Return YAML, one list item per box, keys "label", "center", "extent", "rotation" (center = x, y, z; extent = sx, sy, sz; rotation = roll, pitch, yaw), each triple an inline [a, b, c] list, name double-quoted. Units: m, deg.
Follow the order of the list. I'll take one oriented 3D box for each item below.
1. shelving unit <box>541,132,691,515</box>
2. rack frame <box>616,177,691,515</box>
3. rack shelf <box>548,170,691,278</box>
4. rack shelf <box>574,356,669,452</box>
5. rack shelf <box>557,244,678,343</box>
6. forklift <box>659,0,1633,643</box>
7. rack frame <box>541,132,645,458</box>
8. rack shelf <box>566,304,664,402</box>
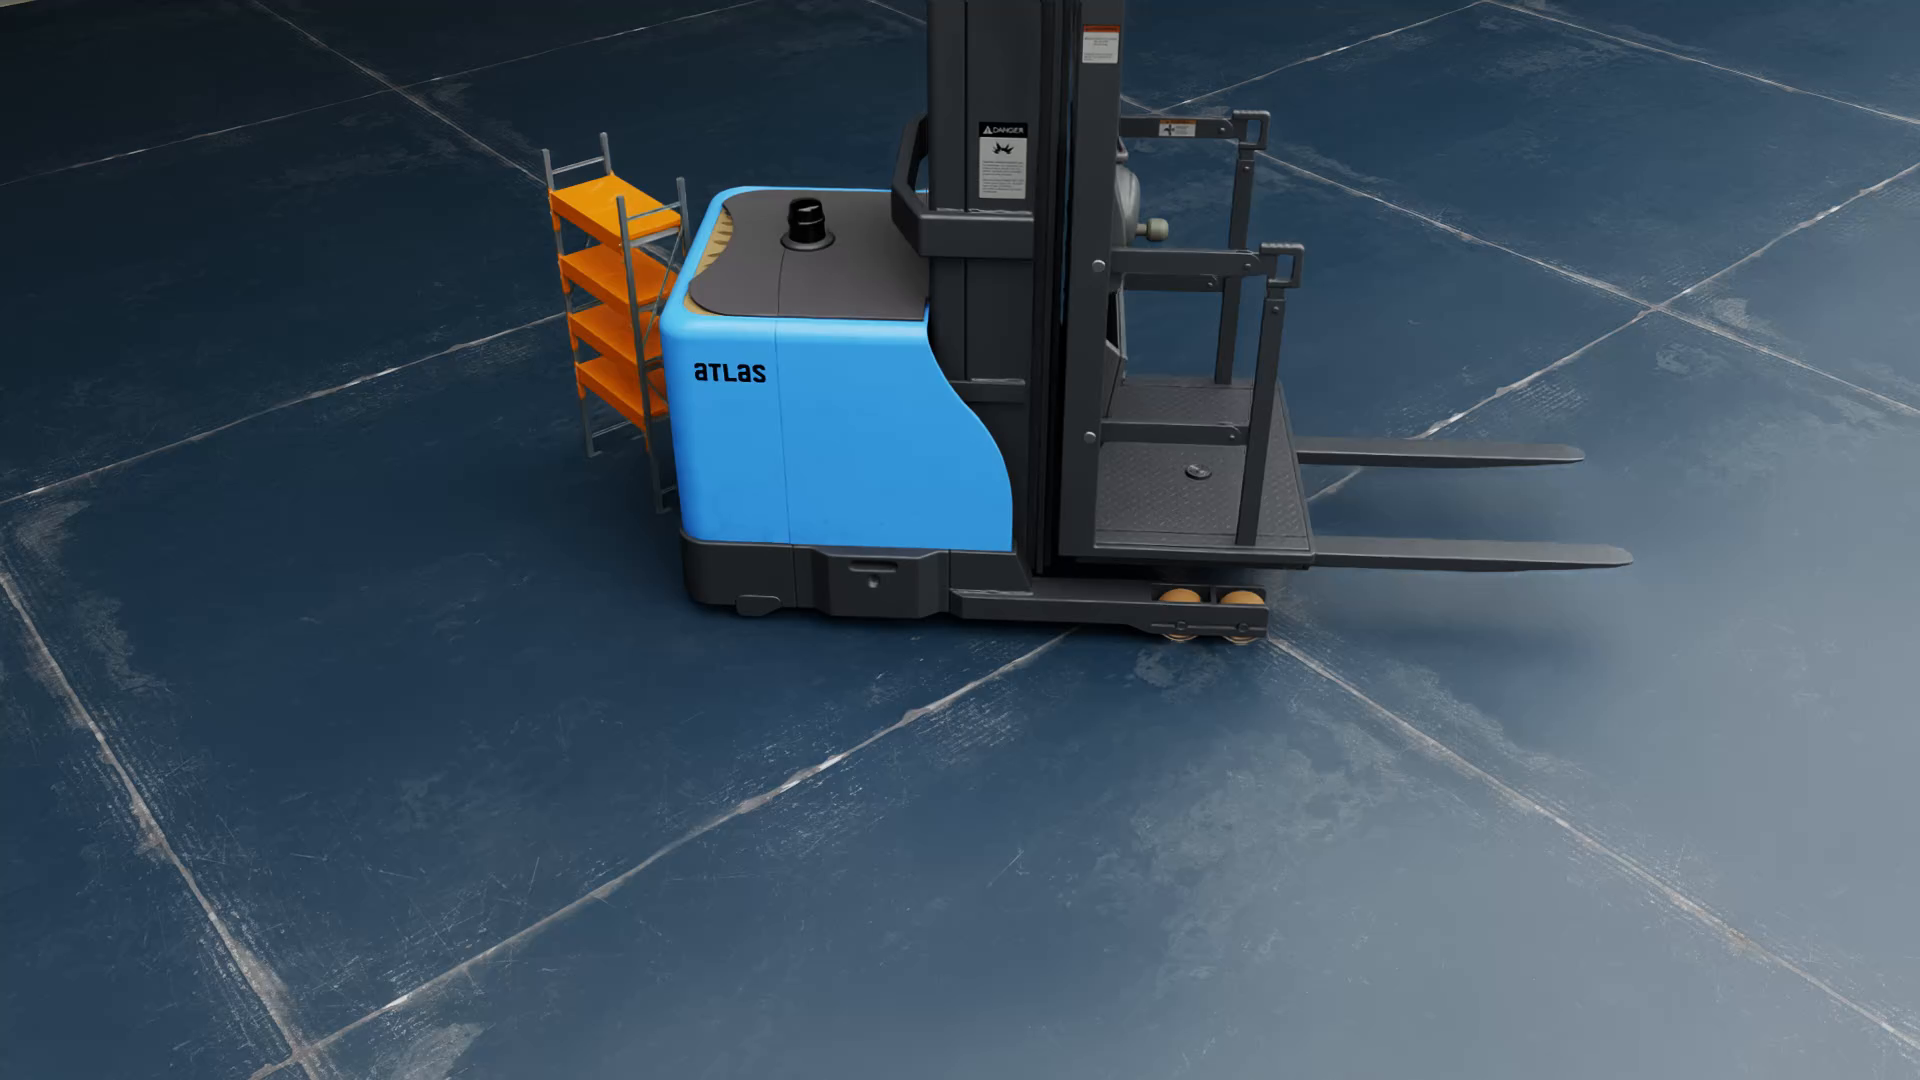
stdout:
- label: "shelving unit"
  center: [-1.132, -0.732, 5.746]
  extent: [0.258, 1.200, 0.503]
  rotation: [-26, 43, -31]
- label: "rack frame"
  center: [-0.976, -0.624, 5.592]
  extent: [0.240, 1.200, 0.015]
  rotation: [-26, 43, -31]
- label: "rack shelf"
  center: [-1.132, -1.053, 5.519]
  extent: [0.258, 0.148, 0.480]
  rotation: [-26, 43, -31]
- label: "rack shelf"
  center: [-1.132, -0.515, 5.899]
  extent: [0.258, 0.148, 0.480]
  rotation: [-26, 43, -31]
- label: "rack shelf"
  center: [-1.132, -0.860, 5.655]
  extent: [0.258, 0.148, 0.480]
  rotation: [-26, 43, -31]
- label: "forklift"
  center: [0.642, -1.186, 4.889]
  extent: [3.031, 2.935, 1.130]
  rotation: [2, 35, 3]
- label: "rack frame"
  center: [-1.288, -0.841, 5.899]
  extent: [0.240, 1.200, 0.015]
  rotation: [-26, 43, -31]
- label: "rack shelf"
  center: [-1.132, -0.677, 5.785]
  extent: [0.258, 0.148, 0.480]
  rotation: [-26, 43, -31]
